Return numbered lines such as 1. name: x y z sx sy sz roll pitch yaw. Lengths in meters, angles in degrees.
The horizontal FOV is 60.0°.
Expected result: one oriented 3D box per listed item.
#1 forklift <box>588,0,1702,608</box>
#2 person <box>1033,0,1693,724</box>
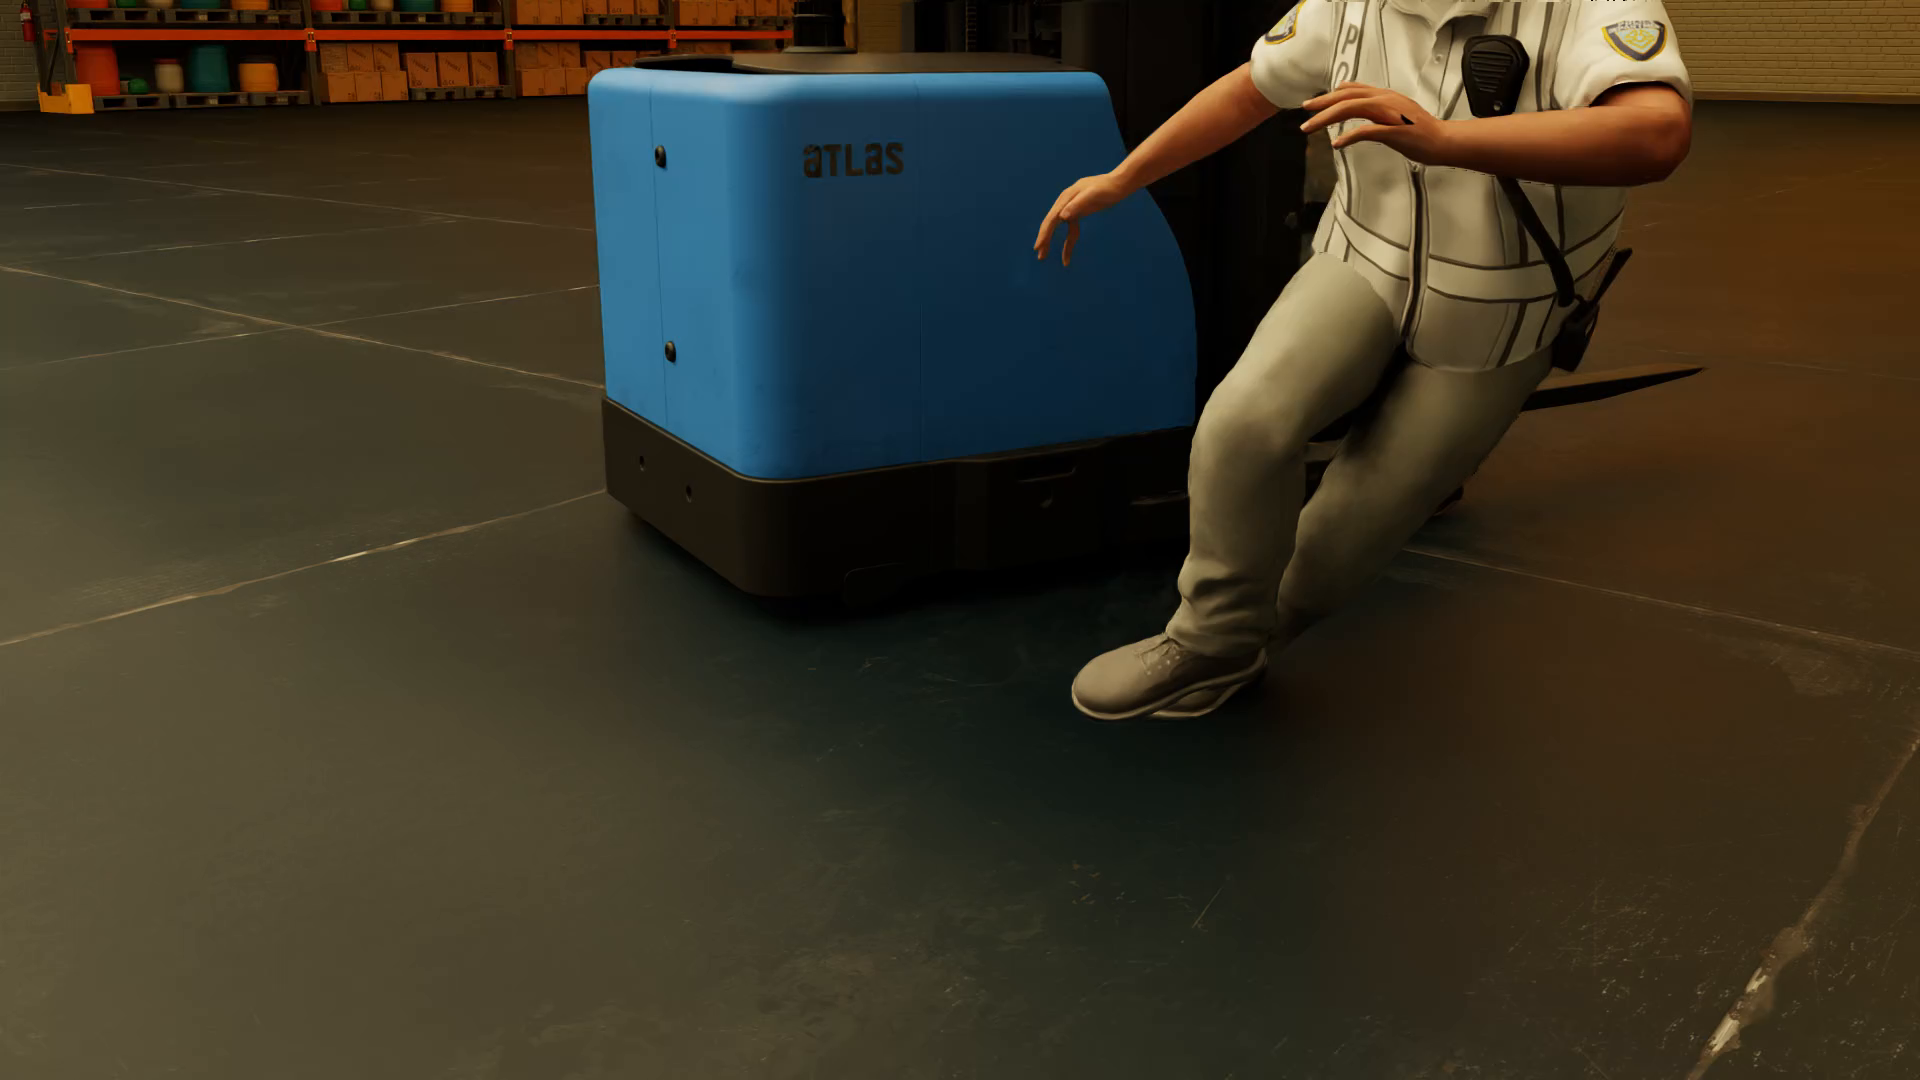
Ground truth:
1. forklift: 0.668 -1.555 4.019 3.031 2.935 1.130 -9 19 -28
2. person: 0.548 -0.328 2.460 0.990 1.521 0.918 10 20 31
